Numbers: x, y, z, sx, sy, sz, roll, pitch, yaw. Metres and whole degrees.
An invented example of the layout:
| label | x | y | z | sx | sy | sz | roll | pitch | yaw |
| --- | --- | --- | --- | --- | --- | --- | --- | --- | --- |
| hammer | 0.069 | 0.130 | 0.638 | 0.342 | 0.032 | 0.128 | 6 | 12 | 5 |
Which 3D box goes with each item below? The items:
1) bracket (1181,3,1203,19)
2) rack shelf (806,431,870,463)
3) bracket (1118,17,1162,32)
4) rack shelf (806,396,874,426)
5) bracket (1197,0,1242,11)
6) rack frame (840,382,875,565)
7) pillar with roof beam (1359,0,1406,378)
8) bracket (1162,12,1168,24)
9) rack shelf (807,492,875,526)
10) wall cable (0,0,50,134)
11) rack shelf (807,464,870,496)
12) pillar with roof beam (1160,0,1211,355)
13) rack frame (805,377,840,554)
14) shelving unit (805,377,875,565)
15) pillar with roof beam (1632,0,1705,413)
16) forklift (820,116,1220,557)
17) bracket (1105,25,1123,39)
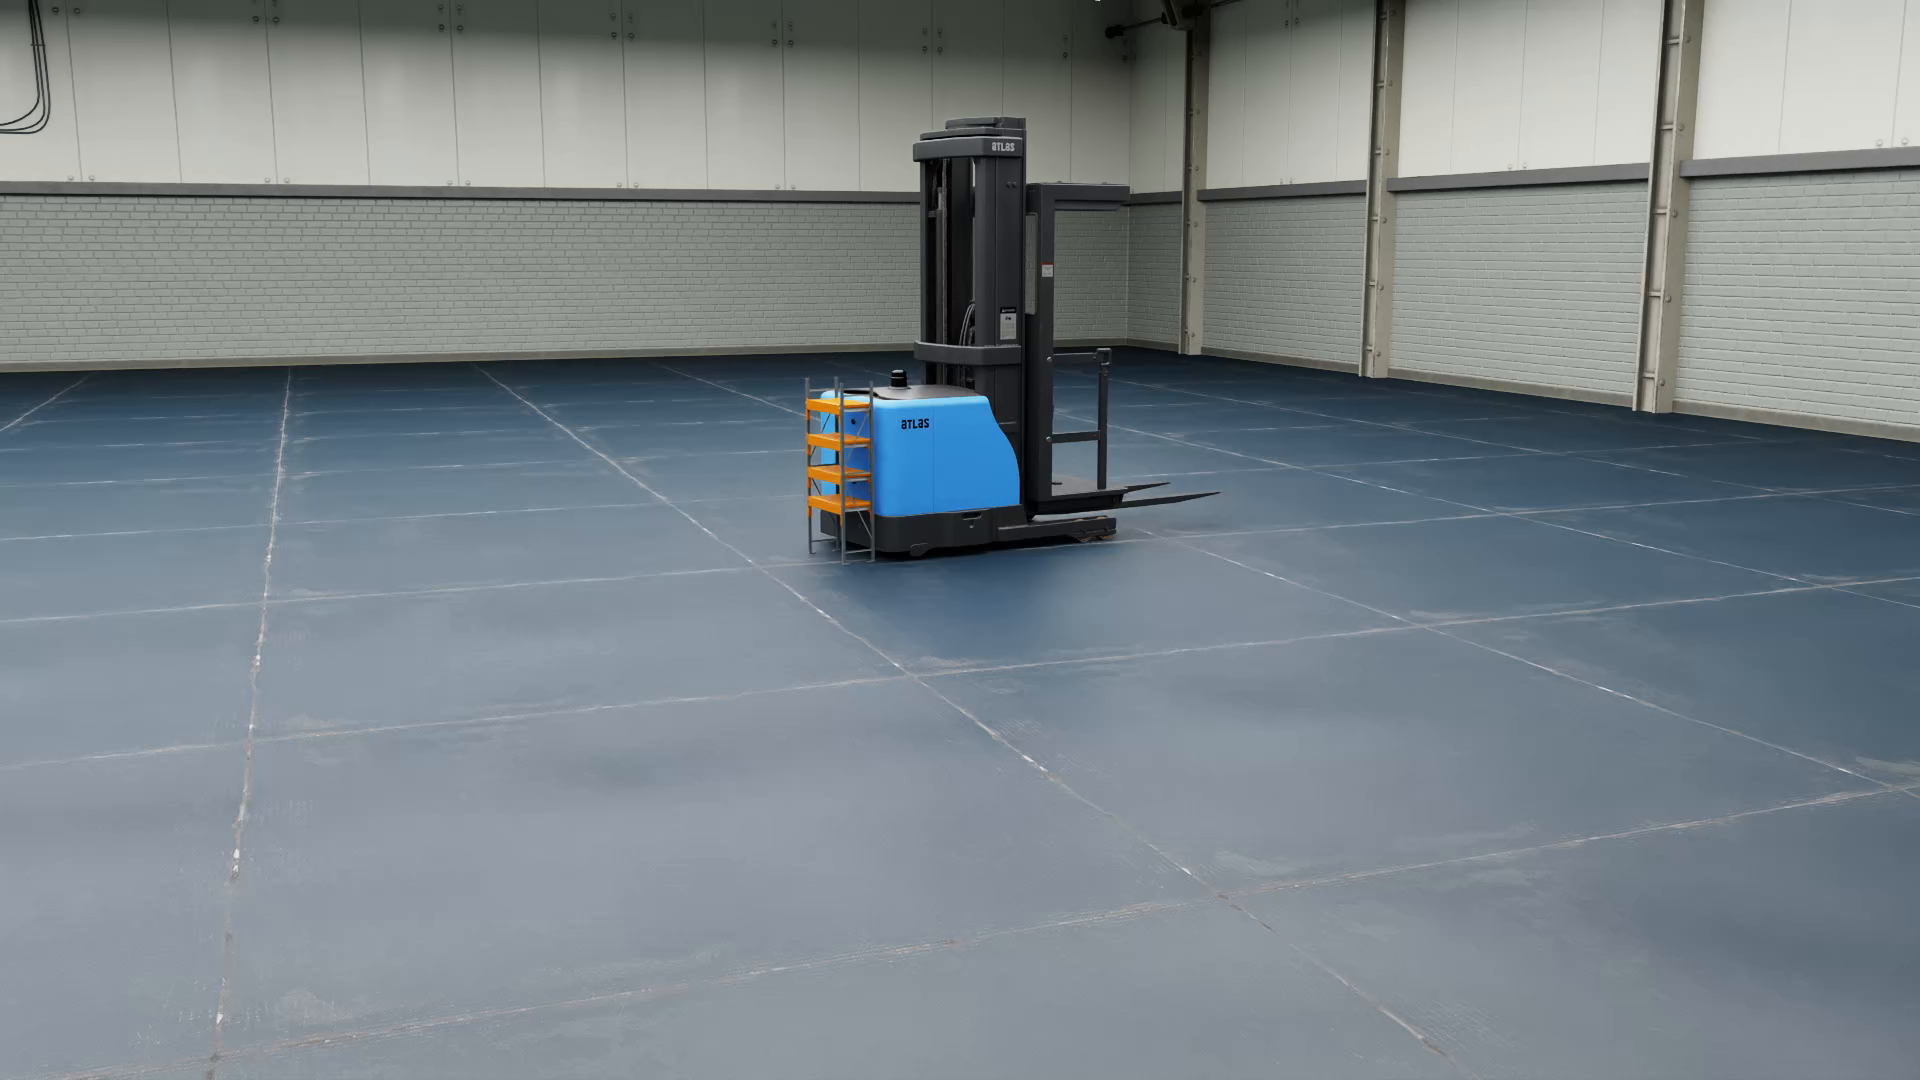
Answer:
| label | x | y | z | sx | sy | sz | roll | pitch | yaw |
| --- | --- | --- | --- | --- | --- | --- | --- | --- | --- |
| bracket | 4.269 | -9.706 | 30.514 | 0.235 | 0.232 | 0.430 | -4 | 11 | -21 |
| rack shelf | -0.804 | -0.625 | 11.116 | 0.258 | 0.148 | 0.480 | -6 | 12 | -32 |
| bracket | 3.323 | -10.132 | 32.908 | 0.076 | 0.066 | 3.189 | -4 | 11 | -21 |
| rack shelf | -0.804 | -0.858 | 11.074 | 0.258 | 0.148 | 0.480 | -6 | 12 | -32 |
| bracket | 5.203 | -9.286 | 28.150 | 0.076 | 0.066 | 4.783 | -4 | 11 | -21 |
| rack frame | -0.674 | -0.435 | 10.940 | 0.240 | 1.200 | 0.015 | -6 | 12 | -32 |
| pillar with roof beam | 2.611 | -6.772 | 24.295 | 9.100 | 9.000 | 0.400 | -4 | 11 | -21 |
| bracket | 3.968 | -9.842 | 31.275 | 0.235 | 0.232 | 0.430 | -4 | 11 | -21 |
| rack shelf | -0.804 | -0.209 | 11.190 | 0.258 | 0.148 | 0.480 | -6 | 12 | -32 |
| wall cable | -15.891 | -8.864 | 26.348 | 2.305 | 6.003 | 0.169 | -4 | 11 | -21 |
| rack shelf | -0.804 | -0.405 | 11.155 | 0.258 | 0.148 | 0.480 | -6 | 12 | -32 |
| pillar with roof beam | 0.437 | -7.751 | 29.801 | 9.100 | 9.000 | 0.548 | -4 | 11 | -21 |
| rack frame | -0.934 | -0.507 | 11.346 | 0.240 | 1.200 | 0.015 | -6 | 12 | -32 |
| shelving unit | -0.804 | -0.471 | 11.143 | 0.258 | 1.200 | 0.503 | -6 | 12 | -32 |
| pillar with roof beam | 4.786 | -5.792 | 18.789 | 9.100 | 9.000 | 0.400 | -4 | 11 | -21 |
| forklift | 0.530 | -1.500 | 11.985 | 3.031 | 2.935 | 1.130 | -6 | 12 | -31 |
| bracket | 3.109 | -10.229 | 33.450 | 0.235 | 0.232 | 0.430 | -4 | 11 | -21 |
